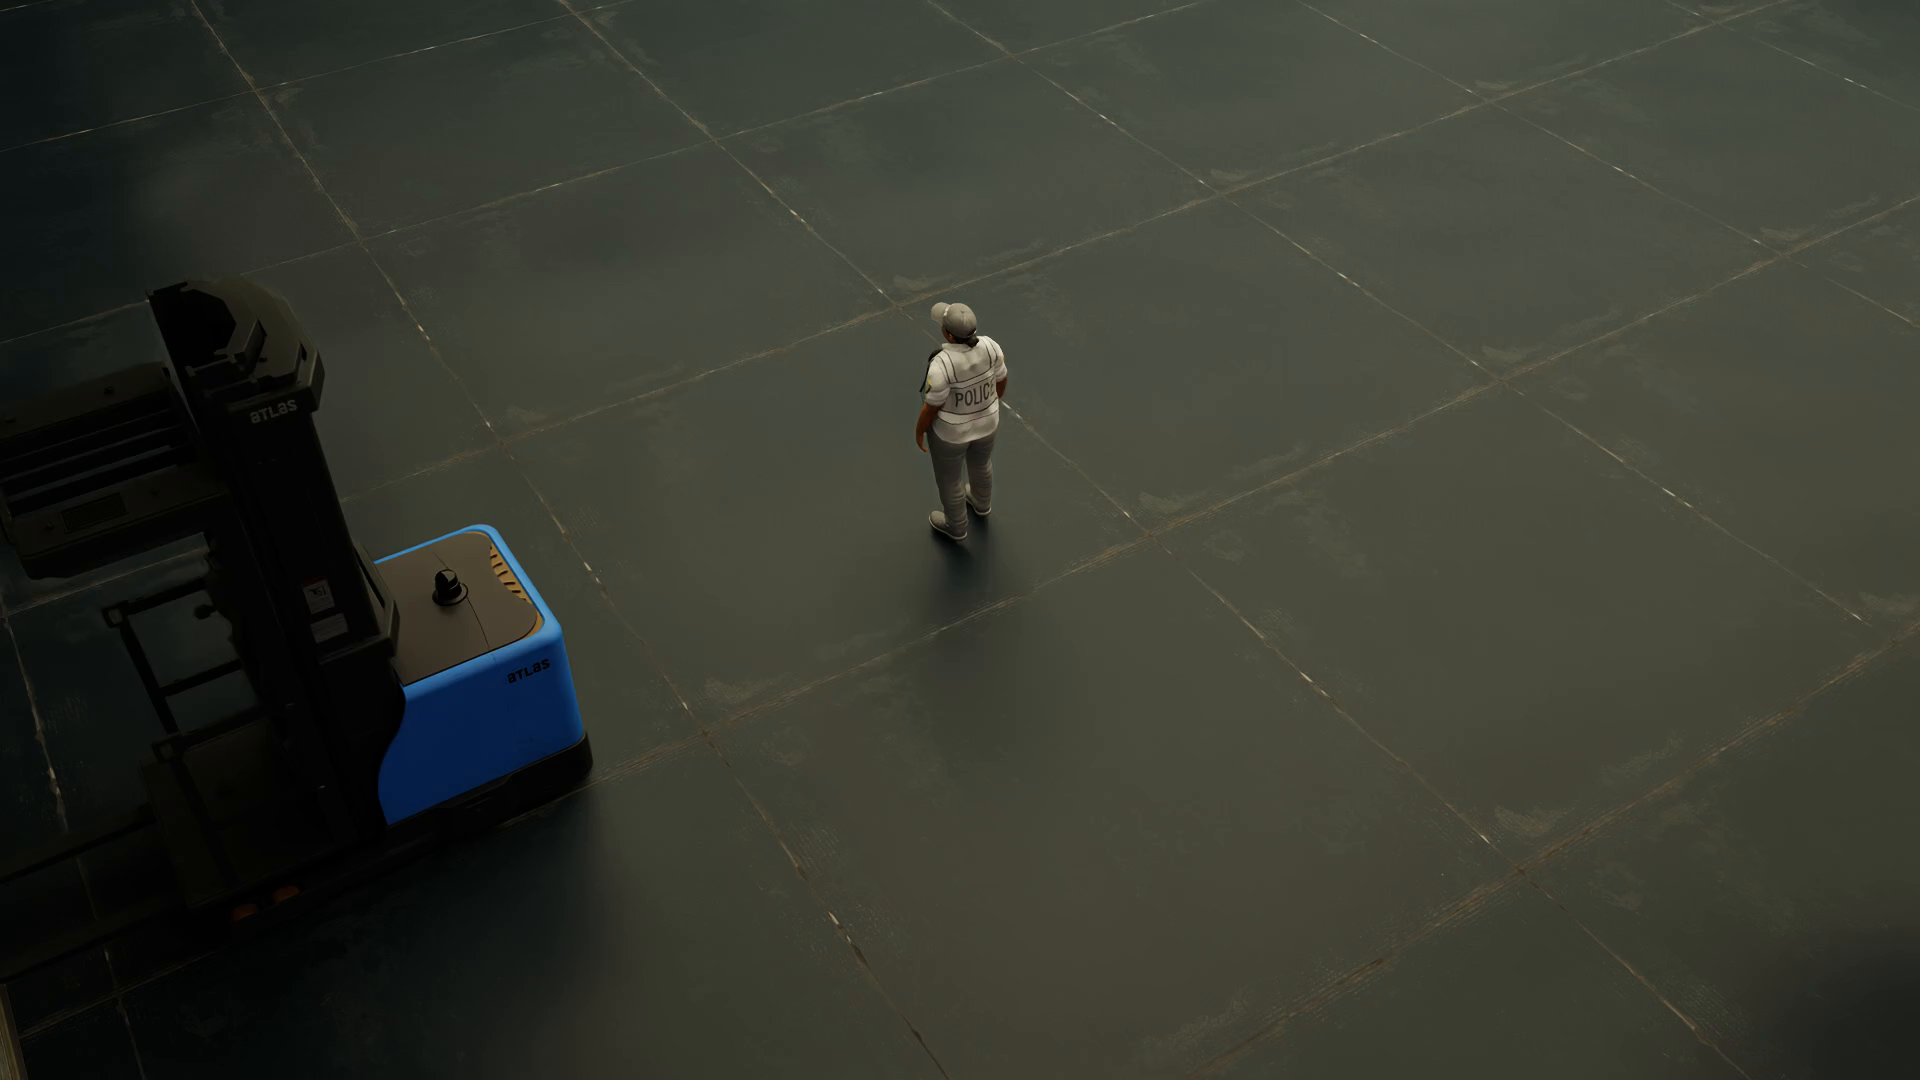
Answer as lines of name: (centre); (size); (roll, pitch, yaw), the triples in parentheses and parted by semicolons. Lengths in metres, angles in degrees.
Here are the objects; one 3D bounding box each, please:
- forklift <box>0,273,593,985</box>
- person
forklift: (-3.426, 0.392, 7.422); (3.031, 2.935, 1.130); (-23, 46, -24)
person: (-0.022, -0.714, 9.576); (0.599, 1.669, 0.528); (-23, 46, -24)
